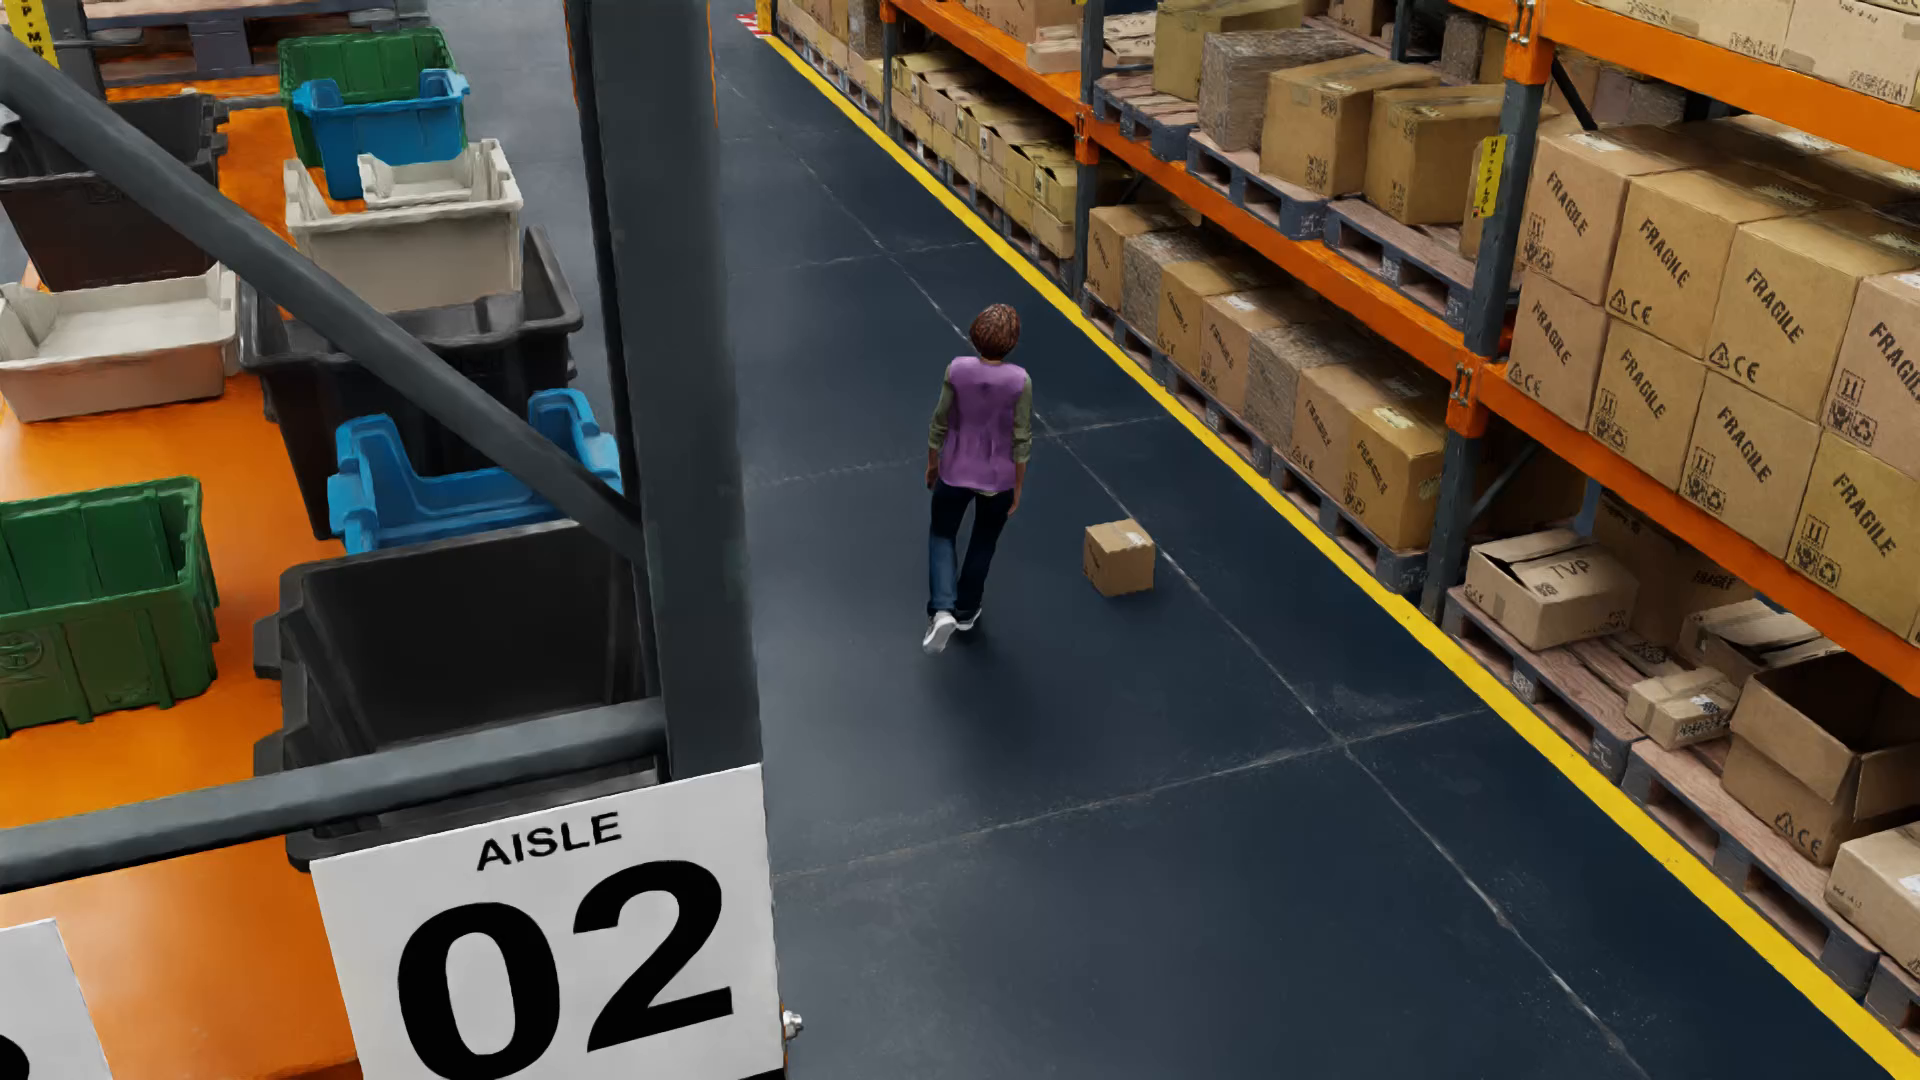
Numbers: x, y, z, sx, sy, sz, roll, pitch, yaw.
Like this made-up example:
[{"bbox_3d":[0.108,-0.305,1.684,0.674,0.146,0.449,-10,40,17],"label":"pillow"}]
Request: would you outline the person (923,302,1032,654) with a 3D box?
[{"bbox_3d":[0.074,-0.228,7.015,0.448,1.582,0.670,4,30,7],"label":"person"}]
